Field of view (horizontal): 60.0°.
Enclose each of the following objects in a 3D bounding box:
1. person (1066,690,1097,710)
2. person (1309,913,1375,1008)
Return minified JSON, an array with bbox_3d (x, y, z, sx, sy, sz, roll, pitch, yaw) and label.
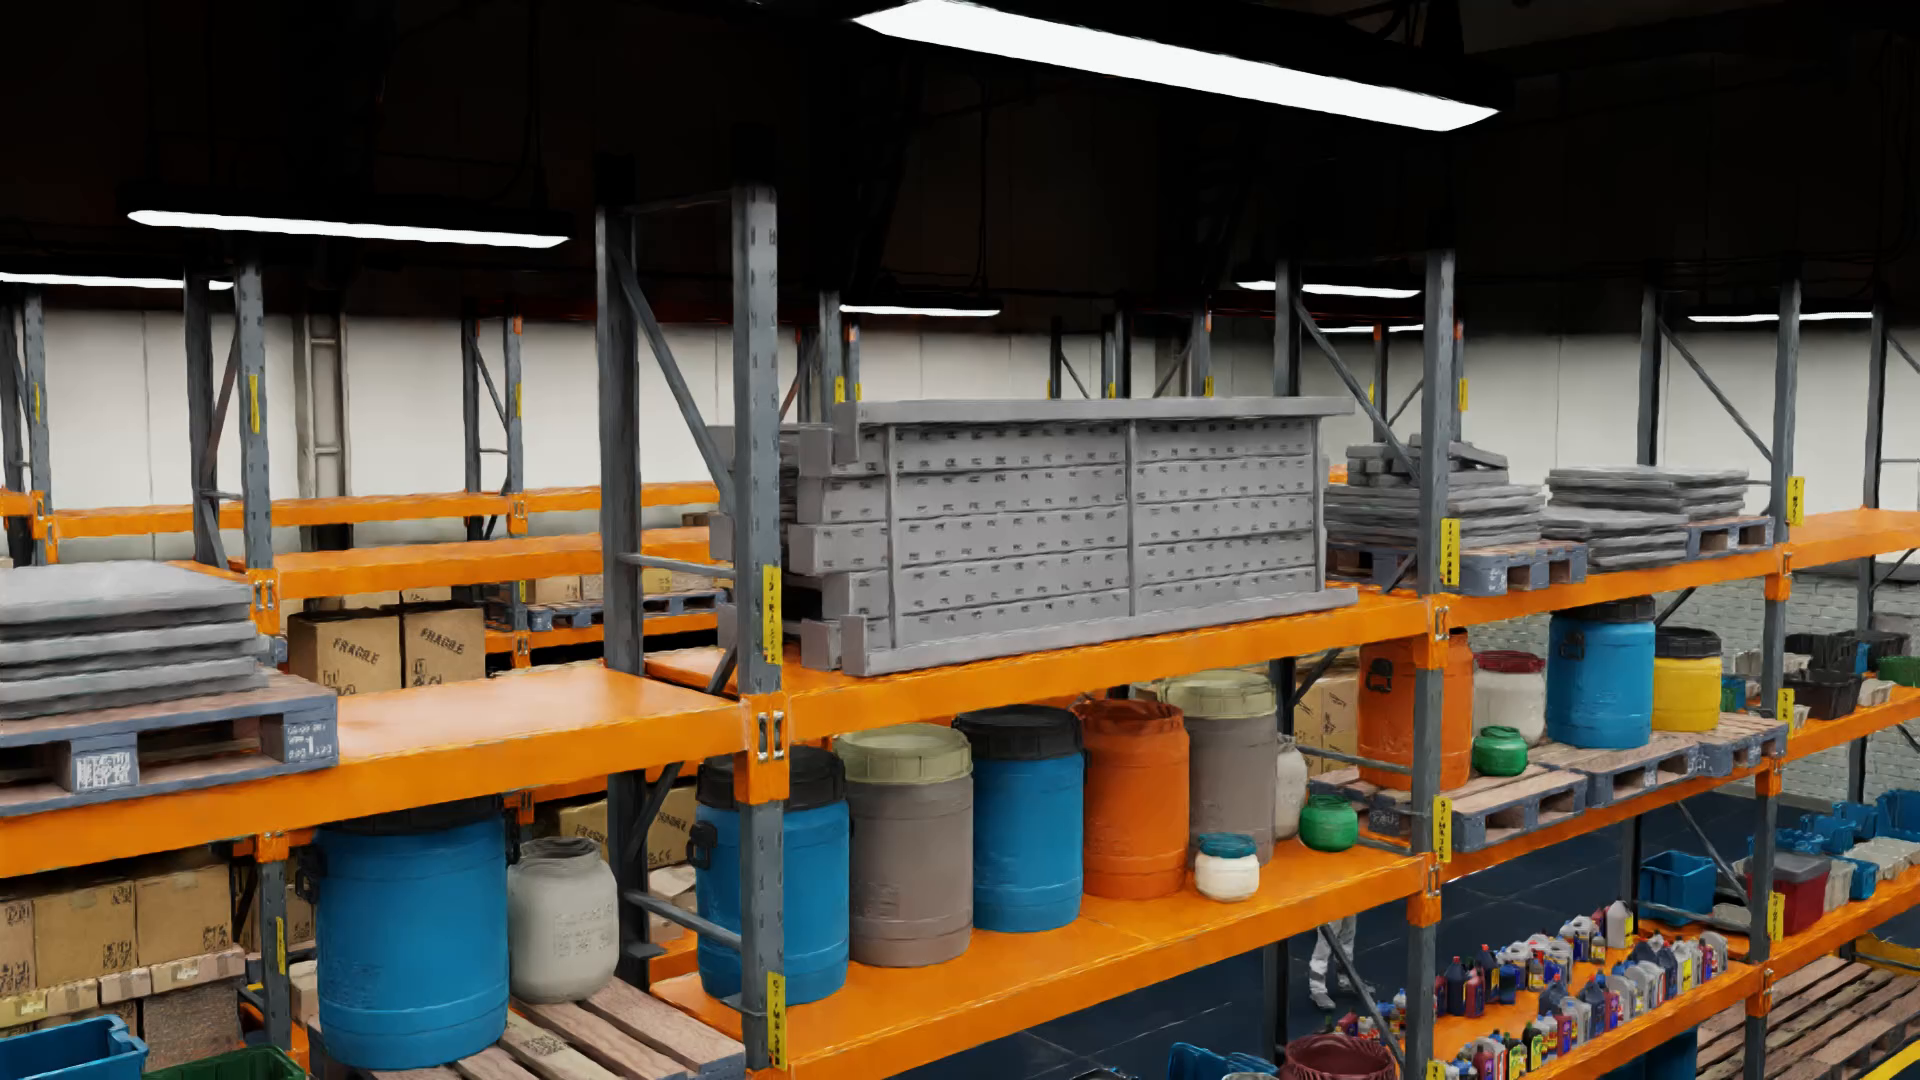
[{"bbox_3d":[1.454,2.458,19.192,0.545,1.772,0.751,5,7,43],"label":"person"},{"bbox_3d":[3.194,2.946,13.840,0.468,1.794,0.625,3,6,32],"label":"person"}]
